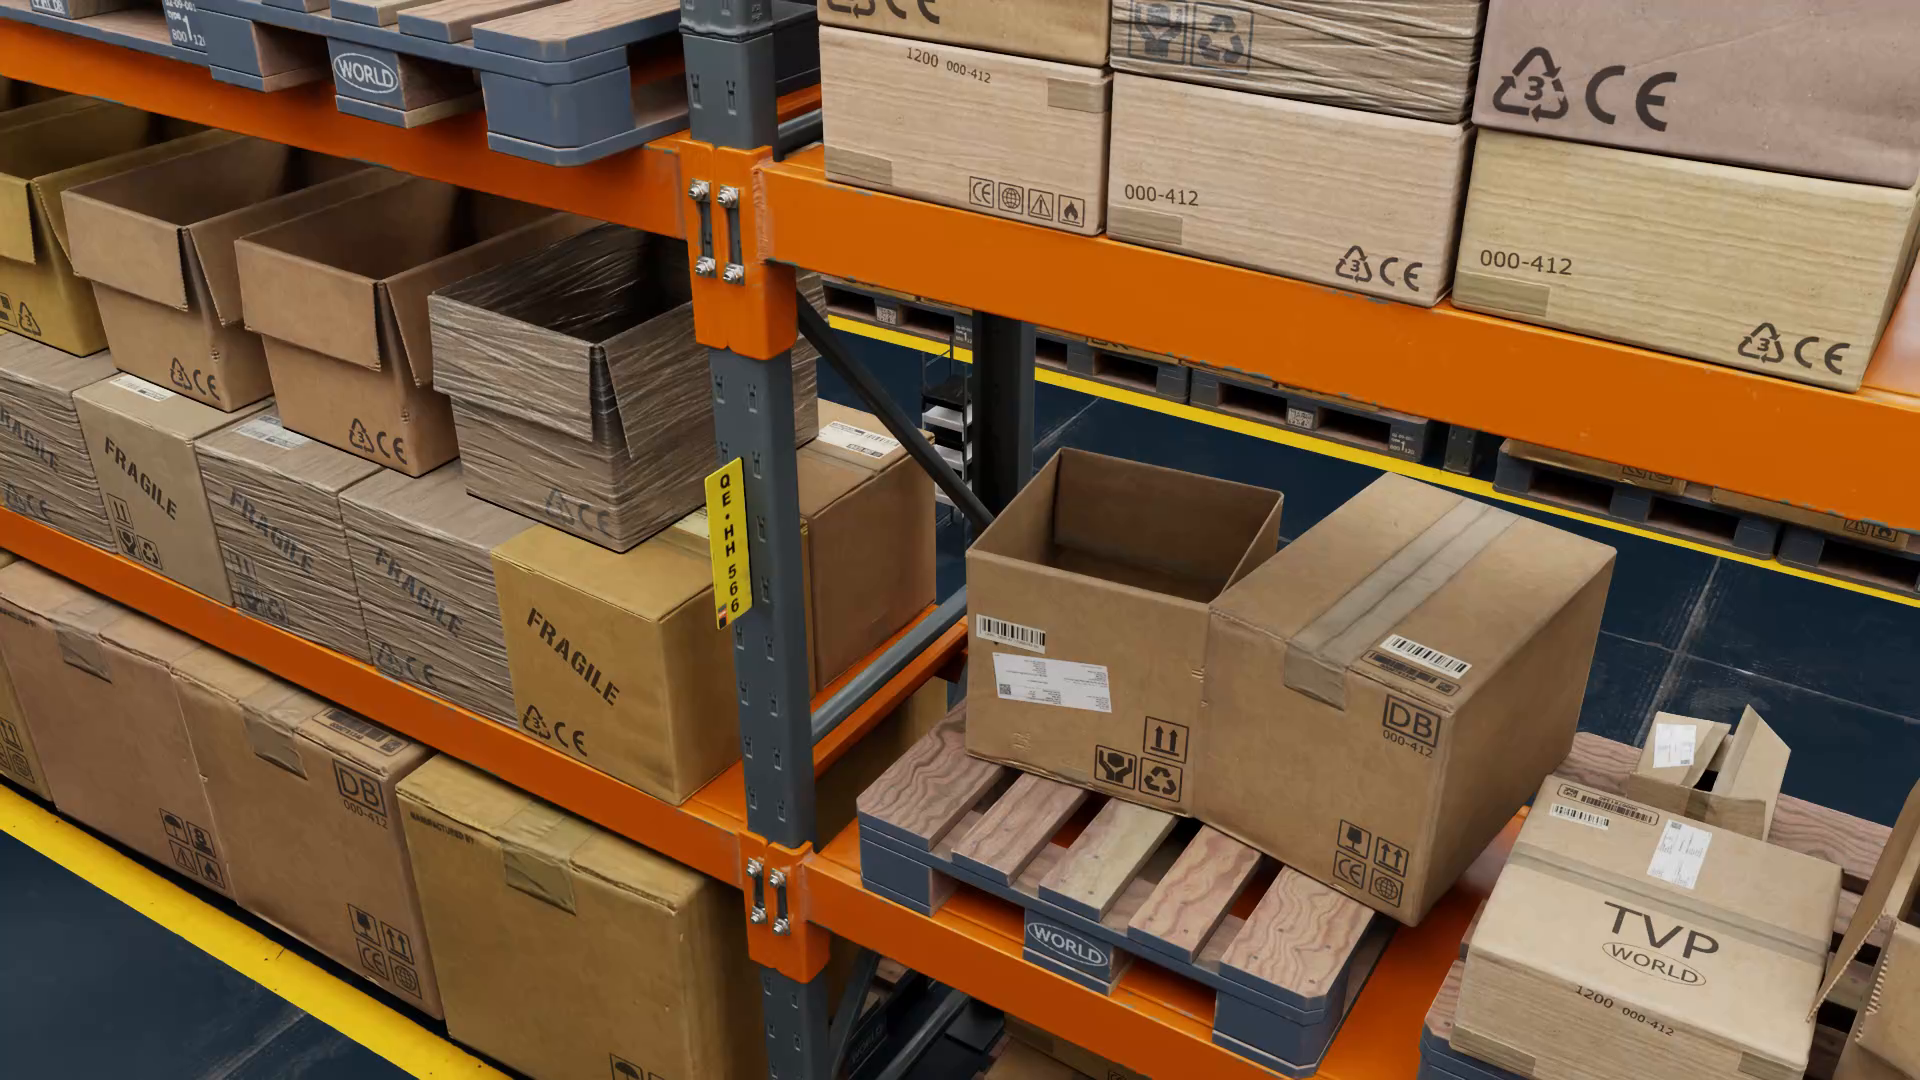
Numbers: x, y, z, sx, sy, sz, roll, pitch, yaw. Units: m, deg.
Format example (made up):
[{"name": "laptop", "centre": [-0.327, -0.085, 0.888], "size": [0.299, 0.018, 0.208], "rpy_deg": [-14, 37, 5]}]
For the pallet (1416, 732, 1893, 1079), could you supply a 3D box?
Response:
[{"name": "pallet", "centre": [1.560, 0.868, 2.977], "size": [1.213, 0.211, 1.003], "rpy_deg": [18, 35, 27]}]

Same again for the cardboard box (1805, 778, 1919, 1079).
[{"name": "cardboard box", "centre": [1.732, 0.692, 2.567], "size": [0.637, 0.503, 0.797], "rpy_deg": [22, 37, 32]}]

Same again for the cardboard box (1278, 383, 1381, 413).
[{"name": "cardboard box", "centre": [1.887, -0.984, 8.025], "size": [0.500, 0.500, 0.500], "rpy_deg": [17, 34, 27]}]

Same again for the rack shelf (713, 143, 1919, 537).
[{"name": "rack shelf", "centre": [1.555, -0.177, 2.314], "size": [4.000, 0.370, 1.077], "rpy_deg": [18, 35, 27]}]

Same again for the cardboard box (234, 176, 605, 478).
[{"name": "cardboard box", "centre": [-1.300, -0.583, 4.178], "size": [0.637, 0.503, 0.797], "rpy_deg": [18, 35, 28]}]

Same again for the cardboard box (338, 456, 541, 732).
[{"name": "cardboard box", "centre": [-1.108, 0.066, 4.061], "size": [0.500, 0.500, 0.500], "rpy_deg": [17, 34, 27]}]

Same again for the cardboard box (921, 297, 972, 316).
[{"name": "cardboard box", "centre": [0.130, -1.539, 8.975], "size": [0.500, 0.500, 0.500], "rpy_deg": [19, 35, 29]}]

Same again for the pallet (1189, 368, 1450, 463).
[{"name": "pallet", "centre": [1.923, -0.824, 8.452], "size": [1.213, 0.211, 1.003], "rpy_deg": [18, 35, 27]}]

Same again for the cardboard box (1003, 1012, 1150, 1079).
[{"name": "cardboard box", "centre": [0.445, 1.004, 3.852], "size": [0.500, 0.250, 0.500], "rpy_deg": [19, 35, 29]}]

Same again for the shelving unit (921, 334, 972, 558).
[{"name": "shelving unit", "centre": [-0.007, -0.391, 7.027], "size": [0.210, 0.900, 0.258], "rpy_deg": [18, 35, 27]}]

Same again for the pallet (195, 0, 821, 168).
[{"name": "pallet", "centre": [-0.712, -1.092, 3.356], "size": [1.003, 0.211, 1.213], "rpy_deg": [19, 35, 30]}]

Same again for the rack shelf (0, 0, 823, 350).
[{"name": "rack shelf", "centre": [-1.833, -1.249, 4.151], "size": [4.000, 0.370, 1.077], "rpy_deg": [18, 35, 27]}]

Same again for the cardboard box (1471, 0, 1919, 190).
[{"name": "cardboard box", "centre": [0.980, -0.778, 2.035], "size": [0.500, 0.500, 0.500], "rpy_deg": [16, 34, 26]}]

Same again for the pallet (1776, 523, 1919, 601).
[{"name": "pallet", "centre": [4.241, -0.043, 7.114], "size": [1.213, 0.211, 1.003], "rpy_deg": [18, 35, 27]}]

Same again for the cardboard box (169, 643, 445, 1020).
[{"name": "cardboard box", "centre": [-1.463, 0.572, 4.984], "size": [0.875, 0.875, 1.225], "rpy_deg": [18, 35, 27]}]

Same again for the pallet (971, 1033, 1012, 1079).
[{"name": "pallet", "centre": [0.522, 1.686, 4.150], "size": [1.213, 0.211, 1.003], "rpy_deg": [18, 35, 27]}]

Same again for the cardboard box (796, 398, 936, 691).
[{"name": "cardboard box", "centre": [-0.406, -0.018, 4.204], "size": [0.500, 0.500, 0.500], "rpy_deg": [19, 35, 29]}]

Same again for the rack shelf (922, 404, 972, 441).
[{"name": "rack shelf", "centre": [-0.007, -0.518, 6.953], "size": [0.200, 0.077, 0.258], "rpy_deg": [18, 35, 27]}]

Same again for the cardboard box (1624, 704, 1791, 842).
[{"name": "cardboard box", "centre": [1.417, 0.480, 3.167], "size": [0.258, 0.266, 0.396], "rpy_deg": [17, 34, 26]}]

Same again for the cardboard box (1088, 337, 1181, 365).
[{"name": "cardboard box", "centre": [0.993, -1.260, 8.497], "size": [0.500, 0.500, 0.500], "rpy_deg": [16, 34, 25]}]

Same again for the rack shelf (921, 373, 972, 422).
[{"name": "rack shelf", "centre": [-0.007, -0.595, 6.908], "size": [0.200, 0.077, 0.258], "rpy_deg": [18, 35, 27]}]

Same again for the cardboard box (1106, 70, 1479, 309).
[{"name": "cardboard box", "centre": [0.558, -0.587, 2.451], "size": [0.500, 0.250, 0.500], "rpy_deg": [18, 35, 29]}]

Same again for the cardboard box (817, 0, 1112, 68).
[{"name": "cardboard box", "centre": [0.123, -1.047, 2.496], "size": [0.500, 0.500, 0.500], "rpy_deg": [18, 35, 28]}]

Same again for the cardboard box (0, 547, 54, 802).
[{"name": "cardboard box", "centre": [-2.974, 0.100, 5.794], "size": [0.875, 0.875, 1.225], "rpy_deg": [18, 35, 27]}]

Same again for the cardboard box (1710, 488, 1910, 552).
[{"name": "cardboard box", "centre": [3.794, -0.593, 7.106], "size": [0.750, 0.750, 1.050], "rpy_deg": [18, 35, 28]}]

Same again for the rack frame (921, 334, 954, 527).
[{"name": "rack frame", "centre": [-0.093, -0.418, 7.074], "size": [0.006, 0.900, 0.240], "rpy_deg": [18, 35, 27]}]

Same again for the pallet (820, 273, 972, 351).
[{"name": "pallet", "centre": [-0.144, -1.477, 9.573], "size": [1.213, 0.211, 1.003], "rpy_deg": [18, 35, 27]}]

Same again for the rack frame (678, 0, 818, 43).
[{"name": "rack frame", "centre": [-0.139, -2.319, 2.296], "size": [0.127, 3.000, 1.000], "rpy_deg": [18, 35, 27]}]

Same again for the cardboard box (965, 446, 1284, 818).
[{"name": "cardboard box", "centre": [0.340, 0.175, 3.458], "size": [0.500, 0.500, 0.500], "rpy_deg": [13, 33, 21]}]

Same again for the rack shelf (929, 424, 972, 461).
[{"name": "rack shelf", "centre": [-0.007, -0.440, 6.998], "size": [0.200, 0.077, 0.258], "rpy_deg": [18, 35, 27]}]

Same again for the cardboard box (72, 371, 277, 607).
[{"name": "cardboard box", "centre": [-1.980, -0.208, 4.531], "size": [0.500, 0.500, 0.500], "rpy_deg": [18, 35, 28]}]

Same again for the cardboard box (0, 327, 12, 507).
[{"name": "cardboard box", "centre": [-2.844, -0.479, 4.995], "size": [0.500, 0.500, 0.500], "rpy_deg": [18, 35, 27]}]

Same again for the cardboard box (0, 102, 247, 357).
[{"name": "cardboard box", "centre": [-2.406, -0.920, 4.755], "size": [0.637, 0.503, 0.797], "rpy_deg": [18, 35, 28]}]

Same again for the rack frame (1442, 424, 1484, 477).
[{"name": "rack frame", "centre": [2.584, -1.818, 7.390], "size": [0.127, 3.000, 1.000], "rpy_deg": [18, 35, 27]}]
